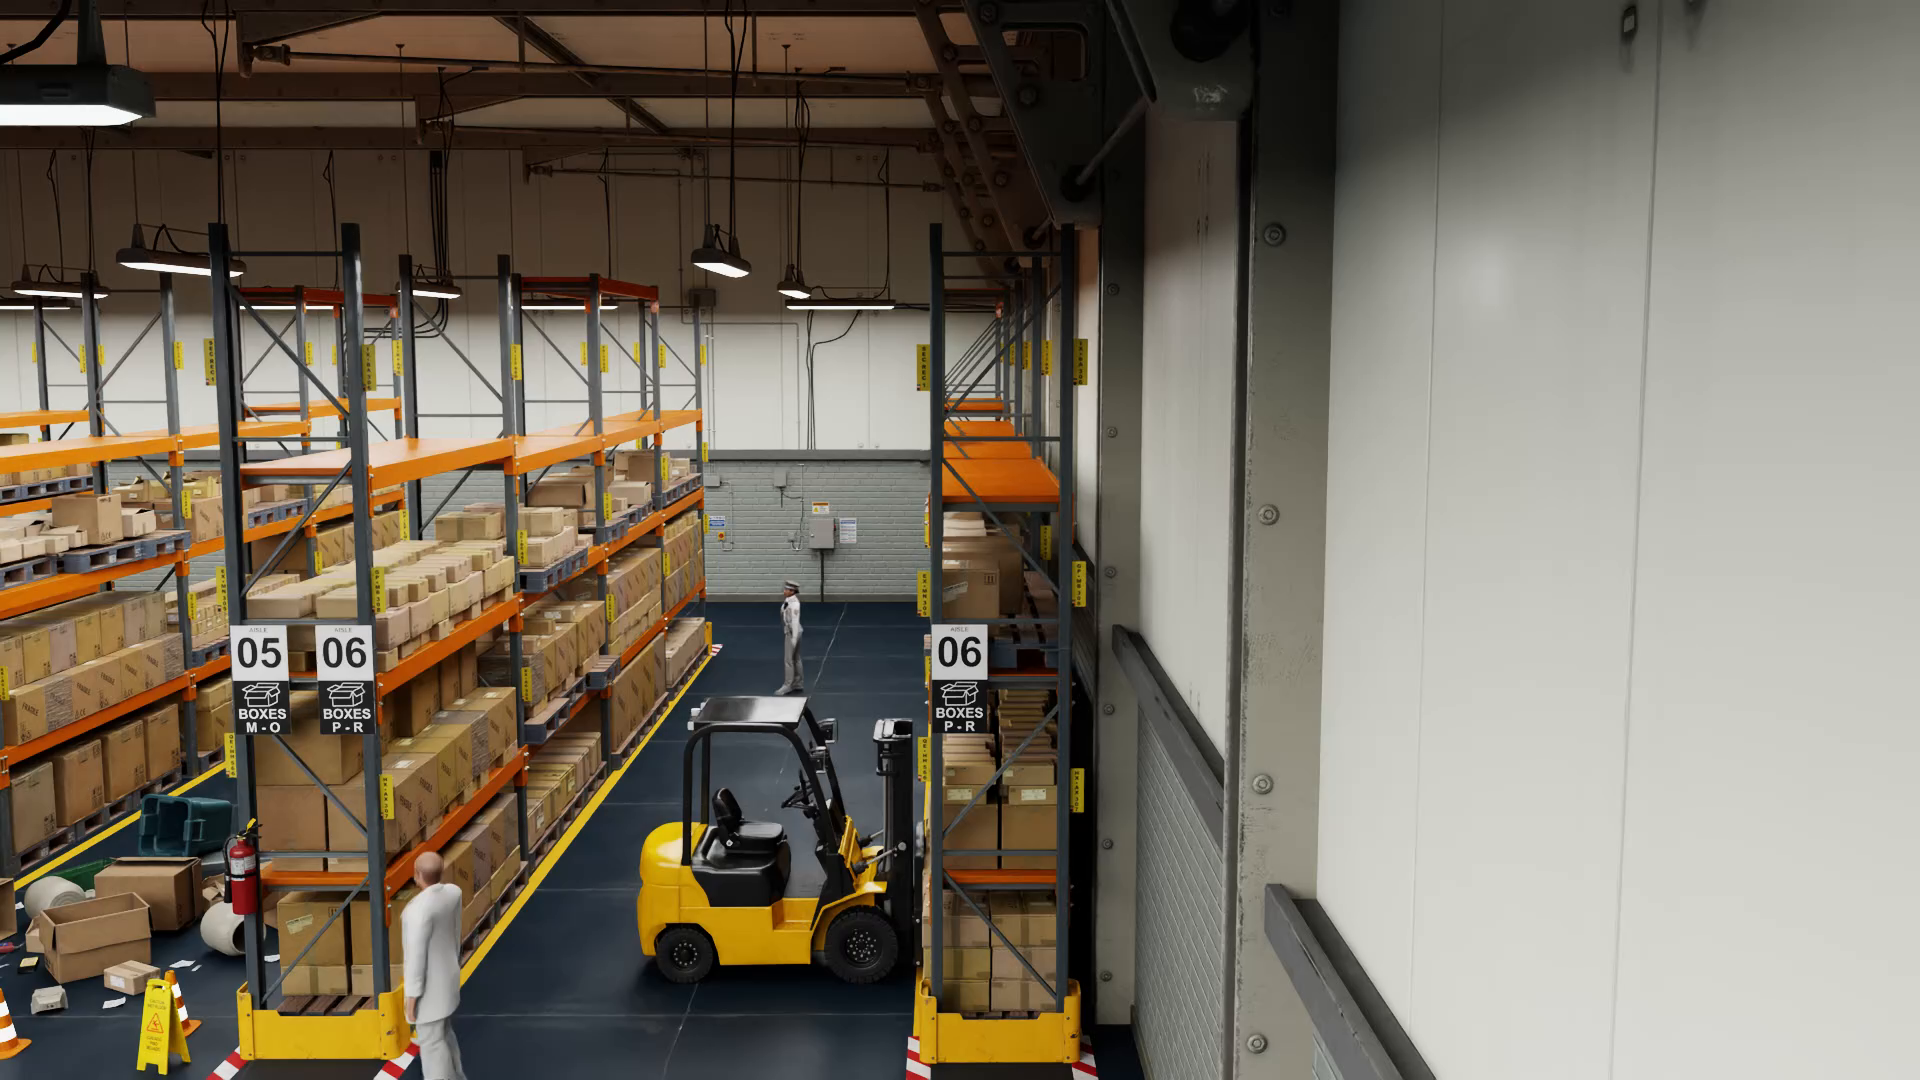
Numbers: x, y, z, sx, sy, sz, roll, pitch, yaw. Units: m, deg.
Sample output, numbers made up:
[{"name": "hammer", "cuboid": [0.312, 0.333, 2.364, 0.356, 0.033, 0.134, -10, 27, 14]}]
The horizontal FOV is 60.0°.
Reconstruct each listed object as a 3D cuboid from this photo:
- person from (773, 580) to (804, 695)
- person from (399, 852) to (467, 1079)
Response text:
[{"name": "person", "cuboid": [-2.582, 1.433, 24.944, 0.469, 1.696, 0.546, -1, 7, -8]}, {"name": "person", "cuboid": [-3.548, 2.991, 11.203, 0.410, 1.825, 0.684, 1, 7, 10]}]
